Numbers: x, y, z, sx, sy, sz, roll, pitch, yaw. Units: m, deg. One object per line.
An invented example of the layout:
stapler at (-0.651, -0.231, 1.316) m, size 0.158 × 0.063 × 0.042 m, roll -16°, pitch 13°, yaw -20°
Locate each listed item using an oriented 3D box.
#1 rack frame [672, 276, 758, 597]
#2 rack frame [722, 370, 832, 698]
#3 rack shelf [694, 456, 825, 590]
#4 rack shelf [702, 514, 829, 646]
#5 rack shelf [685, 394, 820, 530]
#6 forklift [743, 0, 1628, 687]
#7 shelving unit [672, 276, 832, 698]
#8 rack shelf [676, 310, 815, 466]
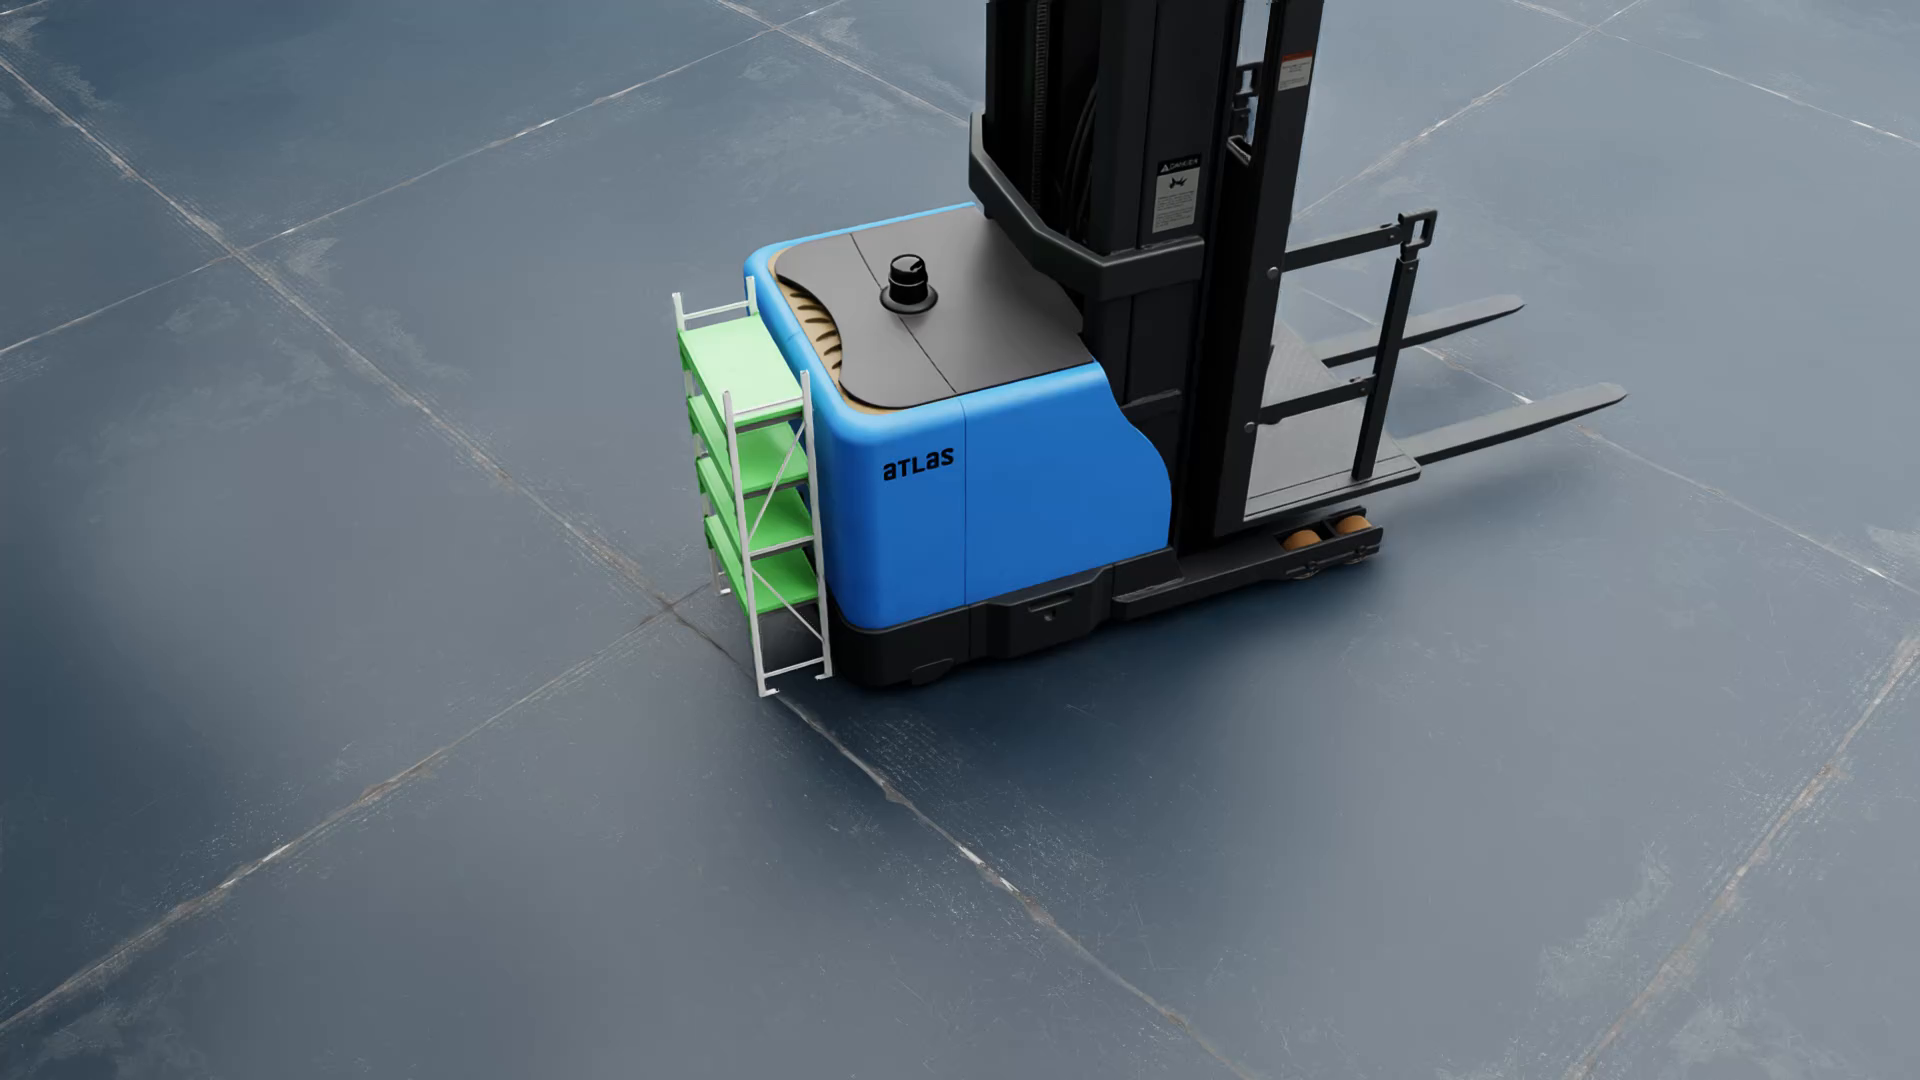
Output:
rack frame at (-0.707, -0.287, 5.177) m, size 0.240 × 1.200 × 0.015 m, roll -16°, pitch 45°, yaw -16°
rack frame at (-0.519, 0.018, 4.846) m, size 0.240 × 1.200 × 0.015 m, roll -16°, pitch 45°, yaw -16°
rack shelf at (-0.613, -0.088, 5.055) m, size 0.258 × 0.148 × 0.480 m, roll -16°, pitch 45°, yaw -16°
rack shelf at (-0.613, 0.089, 5.218) m, size 0.258 × 0.148 × 0.480 m, roll -16°, pitch 45°, yaw -16°
rack shelf at (-0.613, -0.264, 4.892) m, size 0.258 × 0.148 × 0.480 m, roll -16°, pitch 45°, yaw -16°
forklift at (0.883, -1.263, 4.957) m, size 3.031 × 2.935 × 1.130 m, roll -15°, pitch 45°, yaw -16°
shelving unit at (-0.613, -0.135, 5.012) m, size 0.258 × 1.200 × 0.503 m, roll -16°, pitch 45°, yaw -16°
rack shelf at (-0.613, -0.440, 4.729) m, size 0.258 × 0.148 × 0.480 m, roll -16°, pitch 45°, yaw -16°
